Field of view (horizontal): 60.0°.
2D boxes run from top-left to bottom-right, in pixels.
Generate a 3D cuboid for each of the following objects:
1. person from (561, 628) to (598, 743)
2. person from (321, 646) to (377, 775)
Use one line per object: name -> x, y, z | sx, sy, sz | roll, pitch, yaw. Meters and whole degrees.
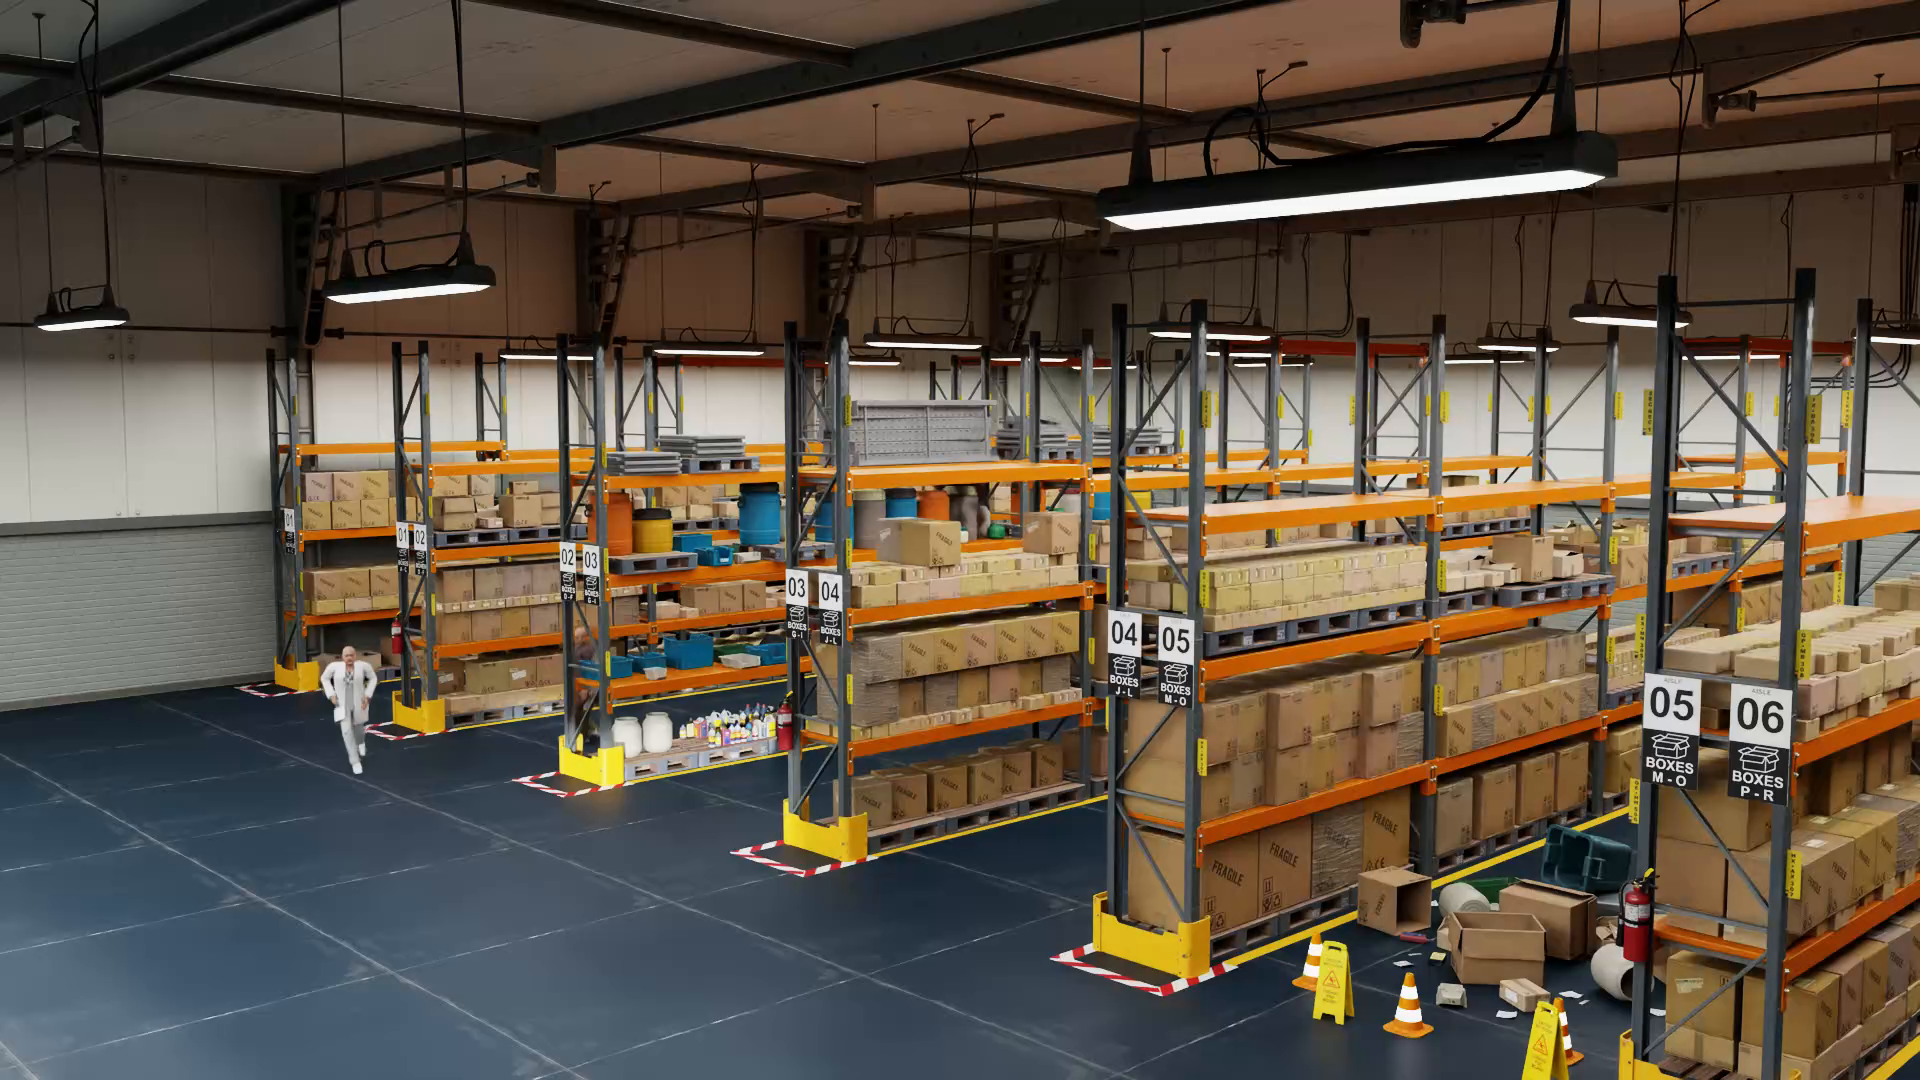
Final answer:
person -> -5.619, 2.150, 24.679 | 0.563, 1.756, 0.719 | -4, 6, -38
person -> -8.462, 2.301, 23.073 | 0.729, 1.736, 1.105 | -1, 5, -15
